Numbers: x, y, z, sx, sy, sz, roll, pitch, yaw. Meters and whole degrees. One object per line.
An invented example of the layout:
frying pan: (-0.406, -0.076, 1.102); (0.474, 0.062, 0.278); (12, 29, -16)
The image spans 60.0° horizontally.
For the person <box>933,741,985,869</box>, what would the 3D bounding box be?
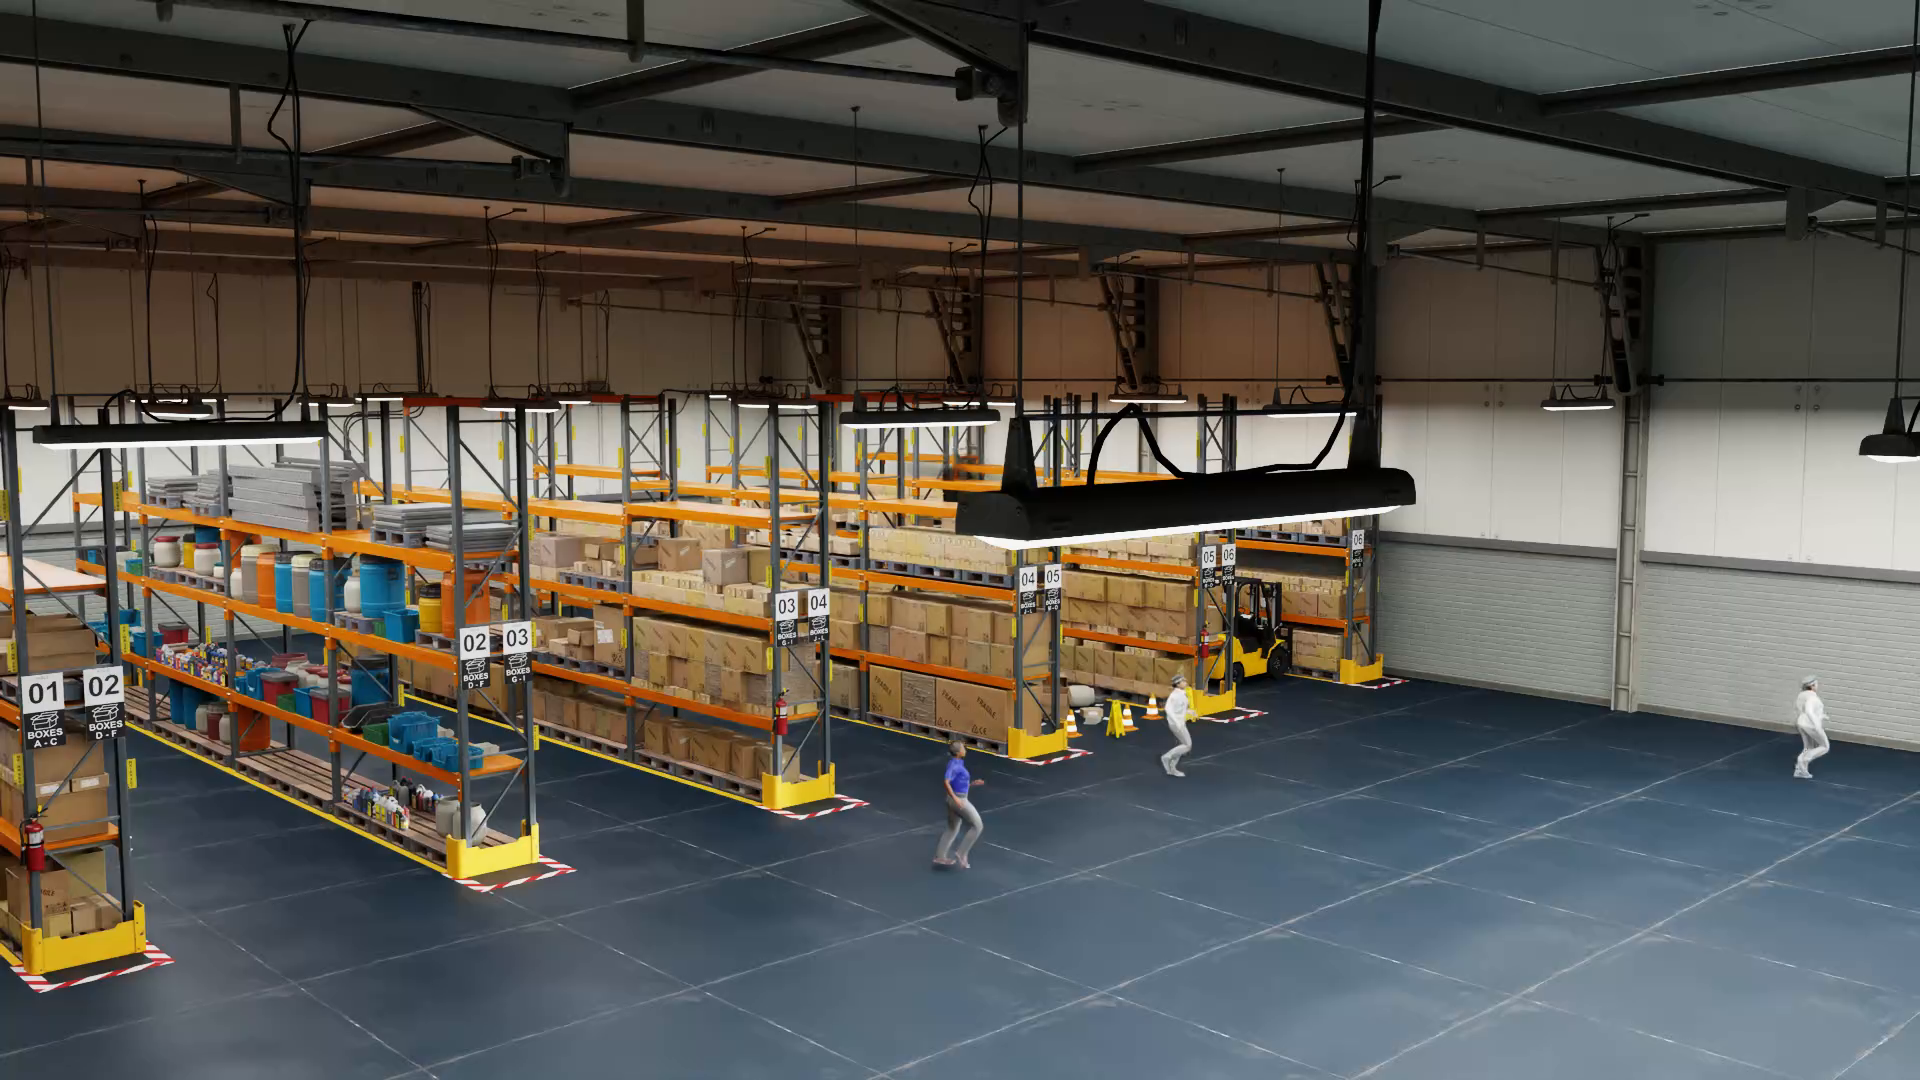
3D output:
person: (-0.002, 3.439, 21.532); (0.697, 1.656, 0.545); (-2, 6, -16)

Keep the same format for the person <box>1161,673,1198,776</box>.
person: (3.513, 2.939, 26.601); (0.563, 1.668, 0.603); (1, 6, 11)

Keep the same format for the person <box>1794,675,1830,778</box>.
person: (13.536, 2.960, 26.374); (0.551, 1.648, 0.604); (0, 6, -3)
